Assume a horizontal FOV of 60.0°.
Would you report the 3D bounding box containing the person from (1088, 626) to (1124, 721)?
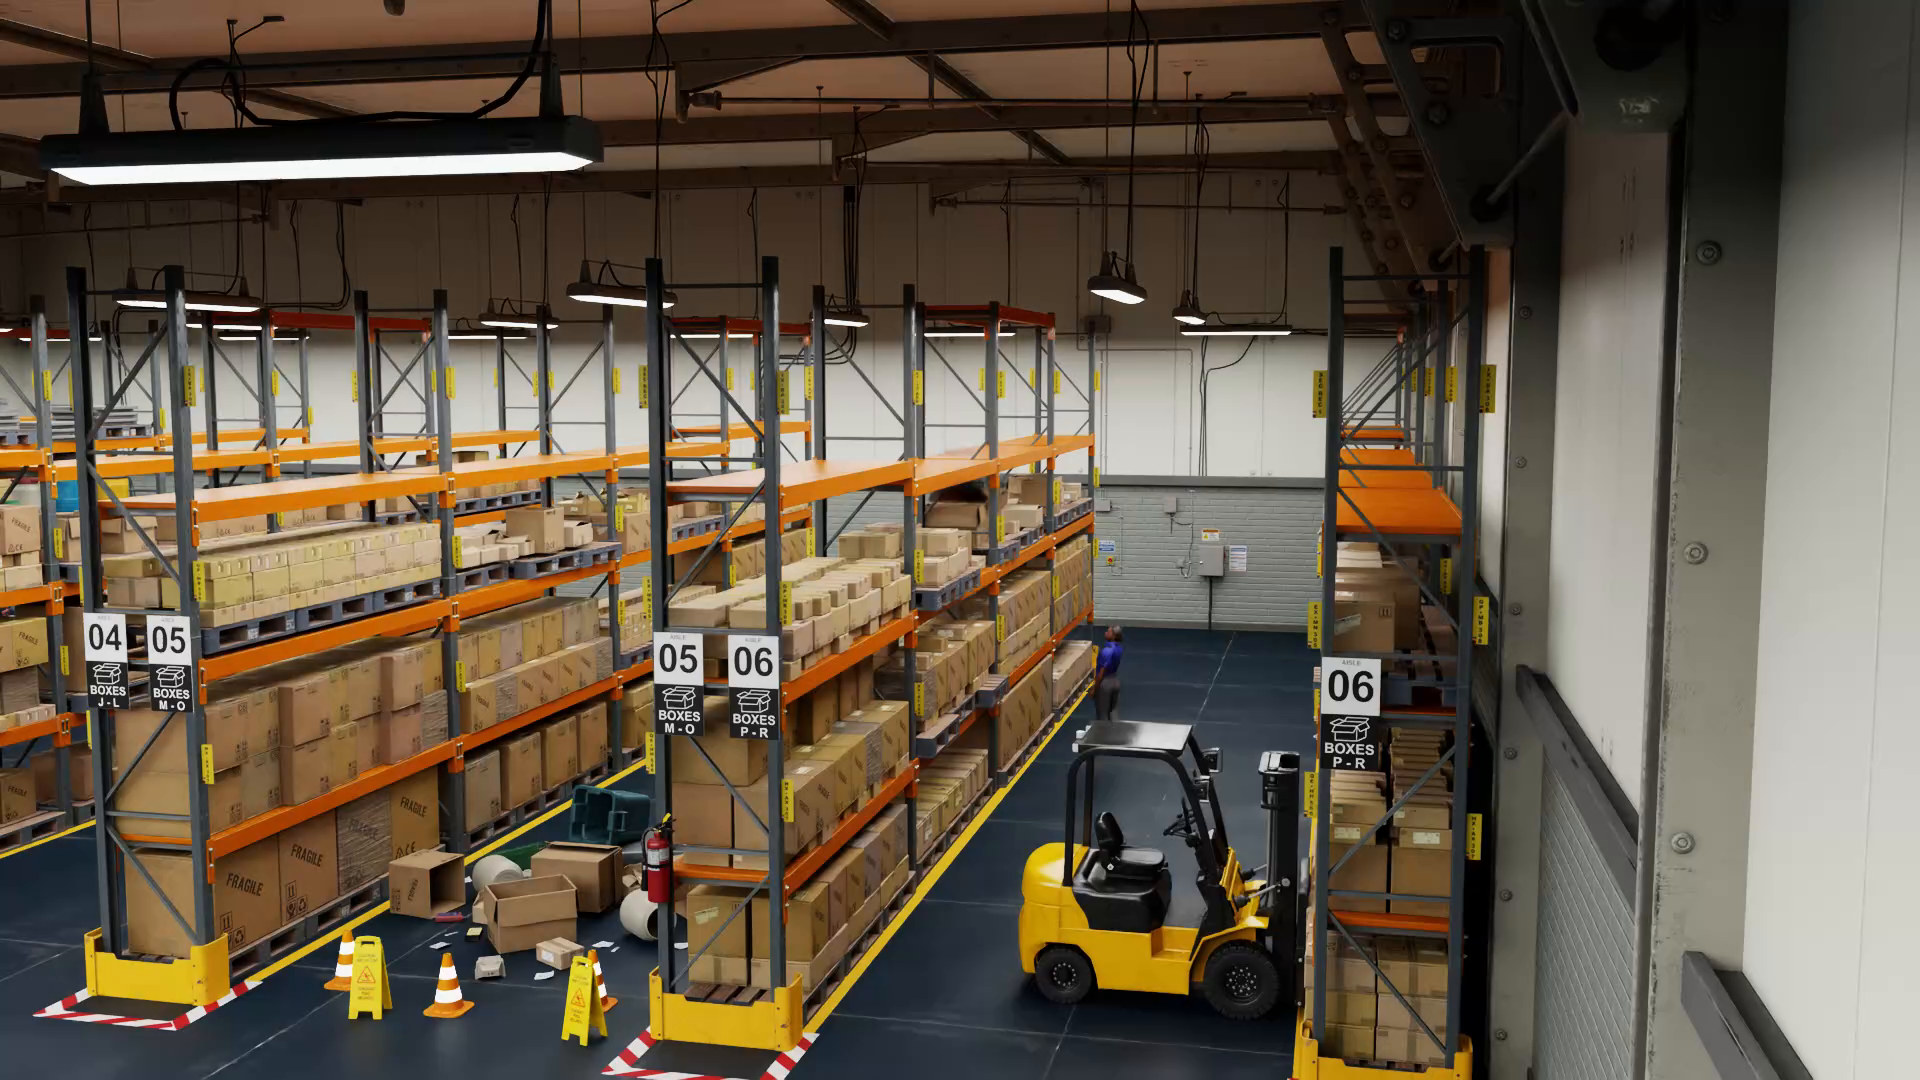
[{"bbox_3d":[1.863,1.915,21.385,0.413,1.652,0.548,5,8,42],"label":"person"}]
